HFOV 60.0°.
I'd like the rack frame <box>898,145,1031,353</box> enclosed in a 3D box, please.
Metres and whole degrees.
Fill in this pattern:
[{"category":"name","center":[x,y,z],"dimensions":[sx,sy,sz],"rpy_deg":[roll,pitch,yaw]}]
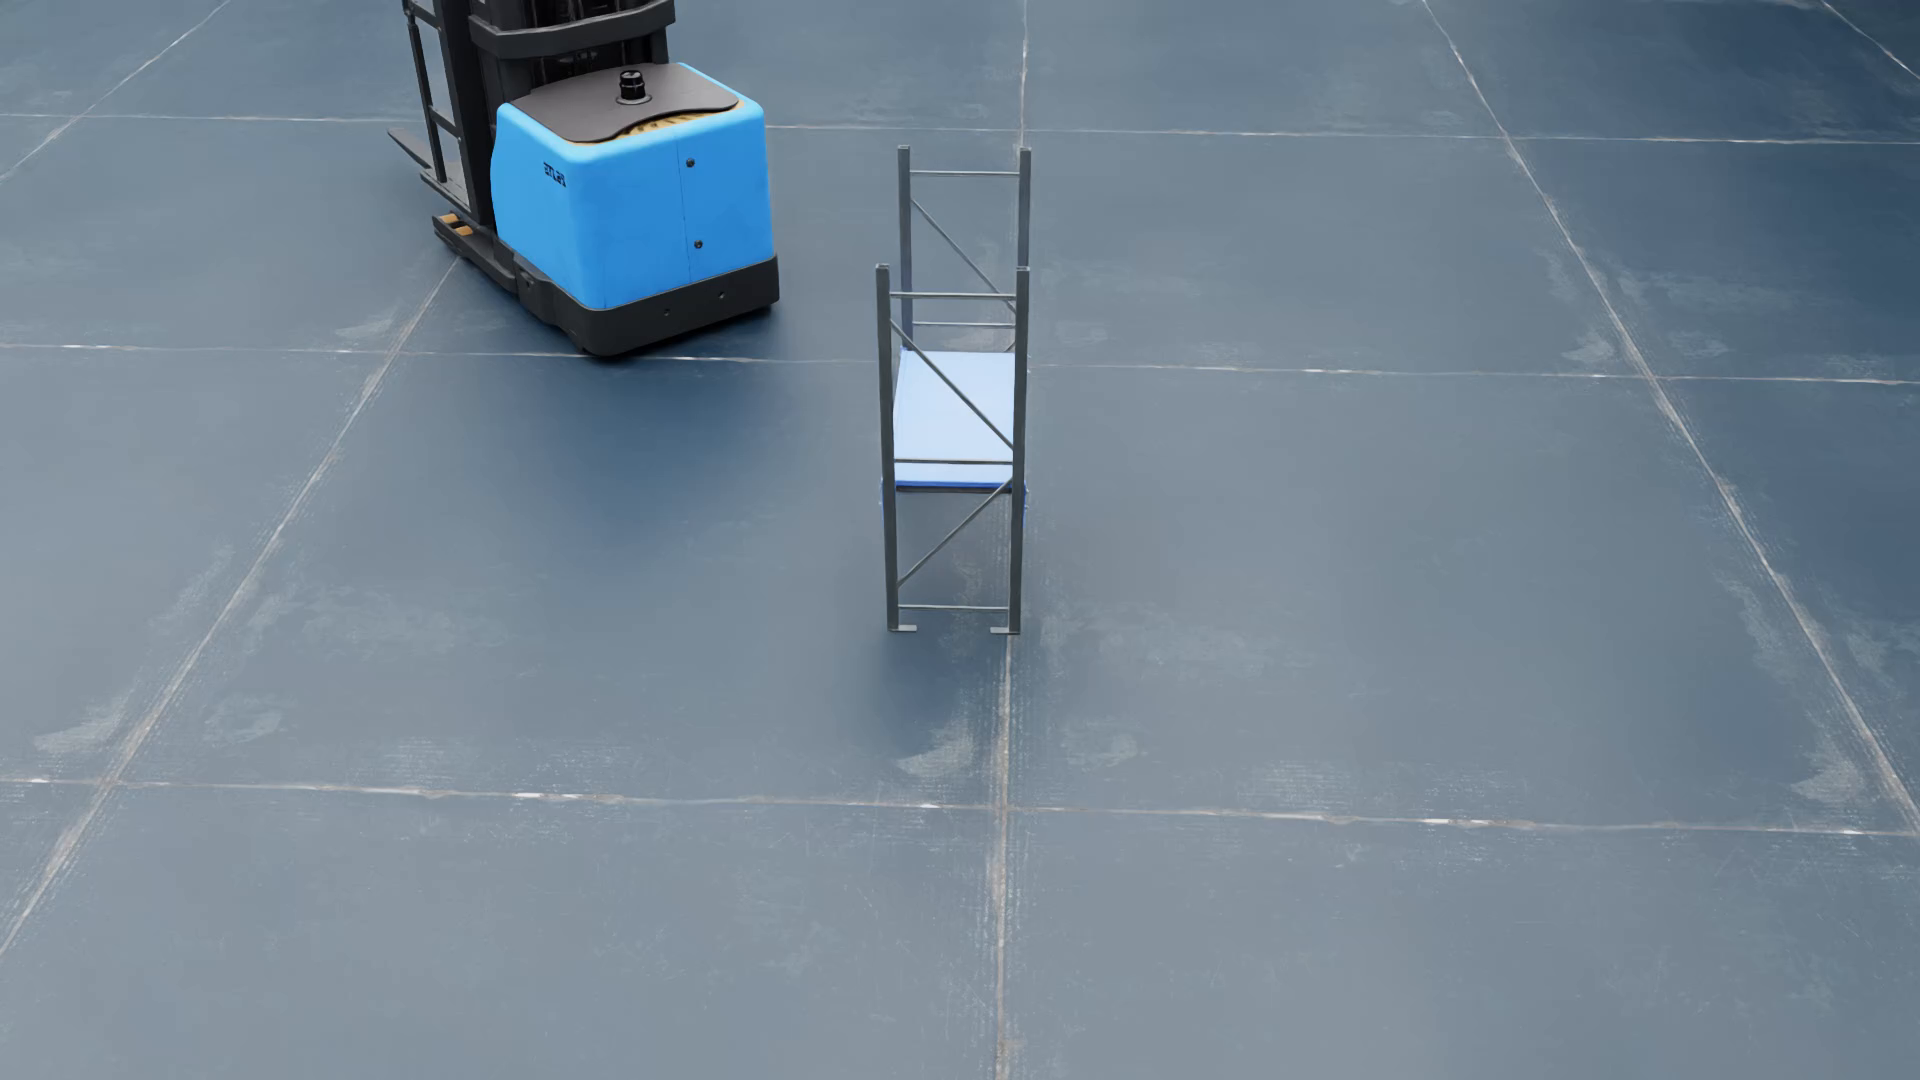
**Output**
[{"category":"rack frame","center":[0.017,-0.857,6.665],"dimensions":[0.500,1.500,0.032],"rpy_deg":[1,35,2]}]

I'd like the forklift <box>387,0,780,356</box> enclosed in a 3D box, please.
[{"category":"forklift","center":[-2.196,-2.861,8.272],"dimensions":[1.130,2.935,3.031],"rpy_deg":[-24,41,-30]}]

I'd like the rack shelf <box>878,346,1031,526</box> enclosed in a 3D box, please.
[{"category":"rack shelf","center":[-0.003,-0.417,6.352],"dimensions":[0.538,0.185,1.000],"rpy_deg":[1,35,2]}]

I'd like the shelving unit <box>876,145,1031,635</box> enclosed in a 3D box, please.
[{"category":"shelving unit","center":[-0.003,-0.565,6.249],"dimensions":[0.538,1.500,1.048],"rpy_deg":[1,35,2]}]

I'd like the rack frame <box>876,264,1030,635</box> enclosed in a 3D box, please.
[{"category":"rack frame","center":[-0.024,-0.273,5.833],"dimensions":[0.500,1.500,0.032],"rpy_deg":[1,35,2]}]
